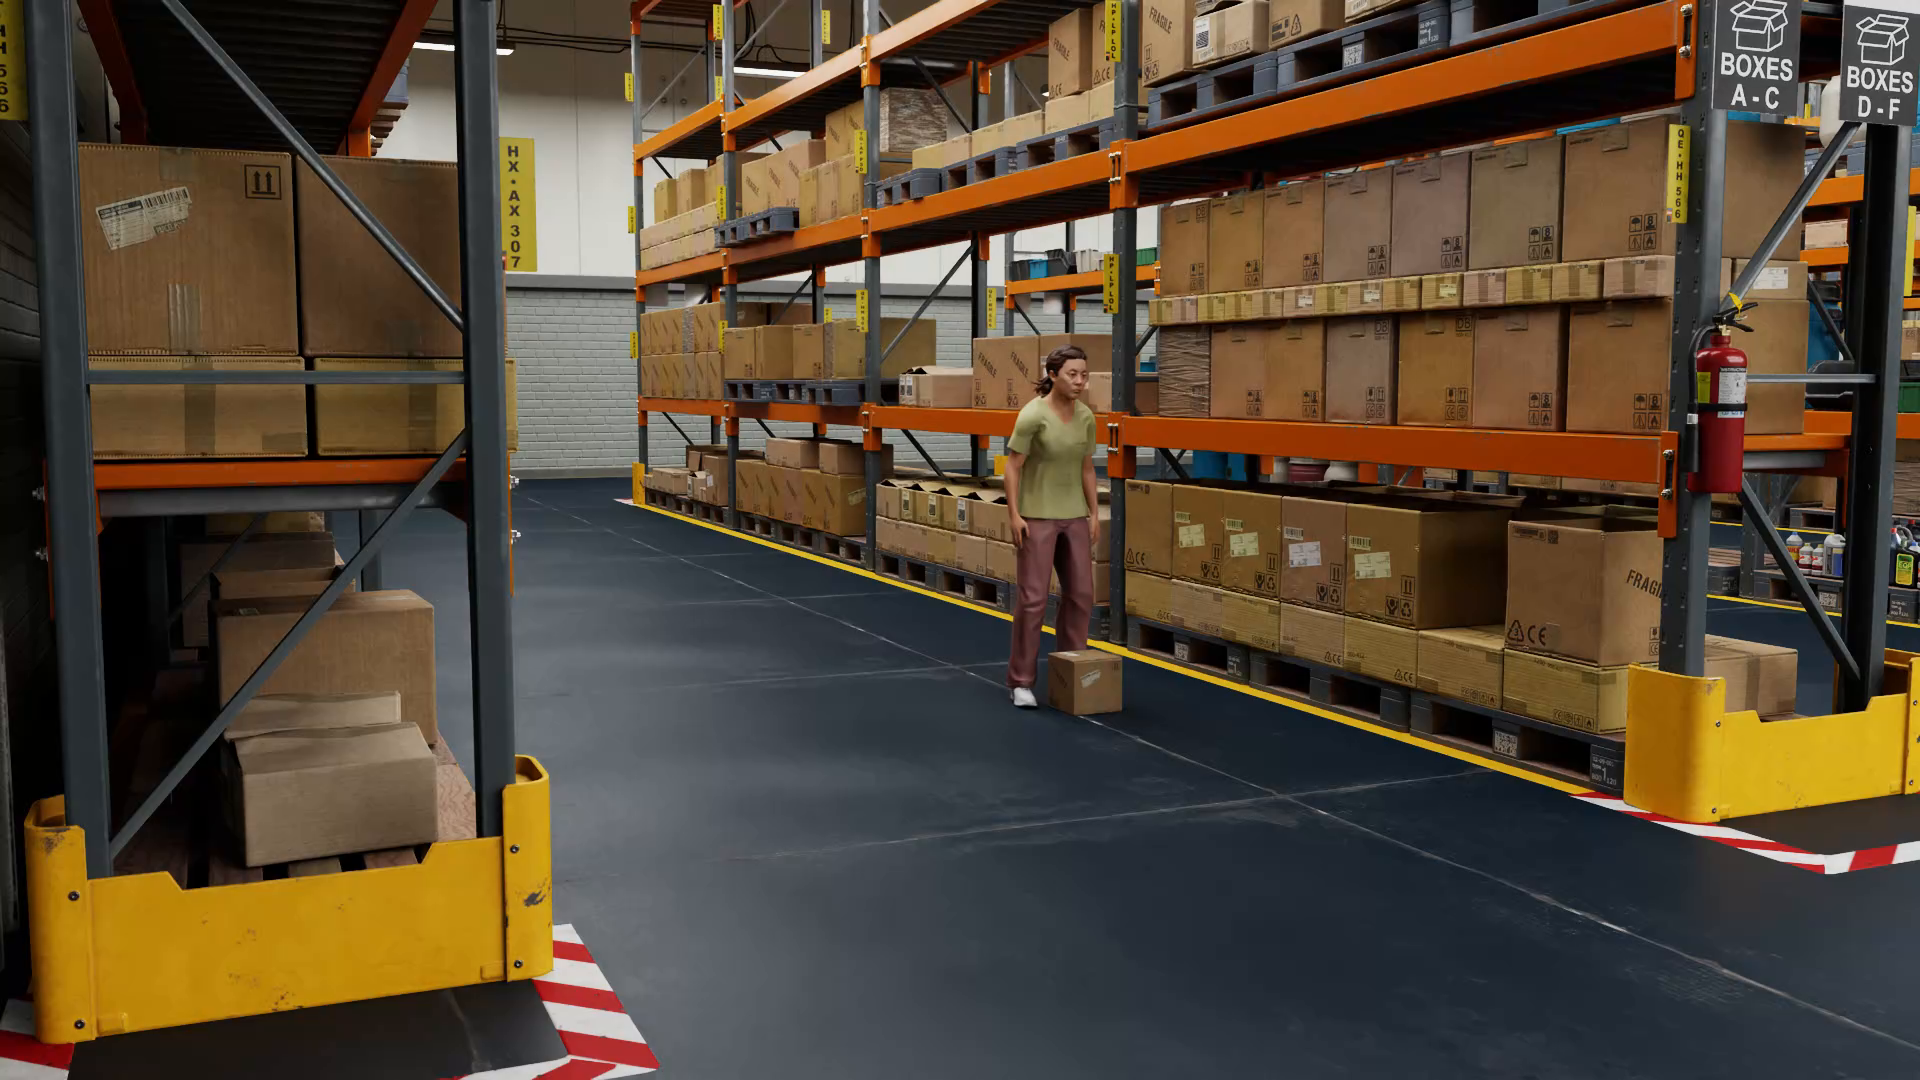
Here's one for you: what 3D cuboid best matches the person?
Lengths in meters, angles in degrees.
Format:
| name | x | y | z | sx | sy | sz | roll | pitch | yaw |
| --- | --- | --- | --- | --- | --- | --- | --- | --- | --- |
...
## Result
| name | x | y | z | sx | sy | sz | roll | pitch | yaw |
| --- | --- | --- | --- | --- | --- | --- | --- | --- | --- |
| person | 0.446 | -0.077 | 7.775 | 0.520 | 1.671 | 0.362 | -3 | 6 | -28 |
